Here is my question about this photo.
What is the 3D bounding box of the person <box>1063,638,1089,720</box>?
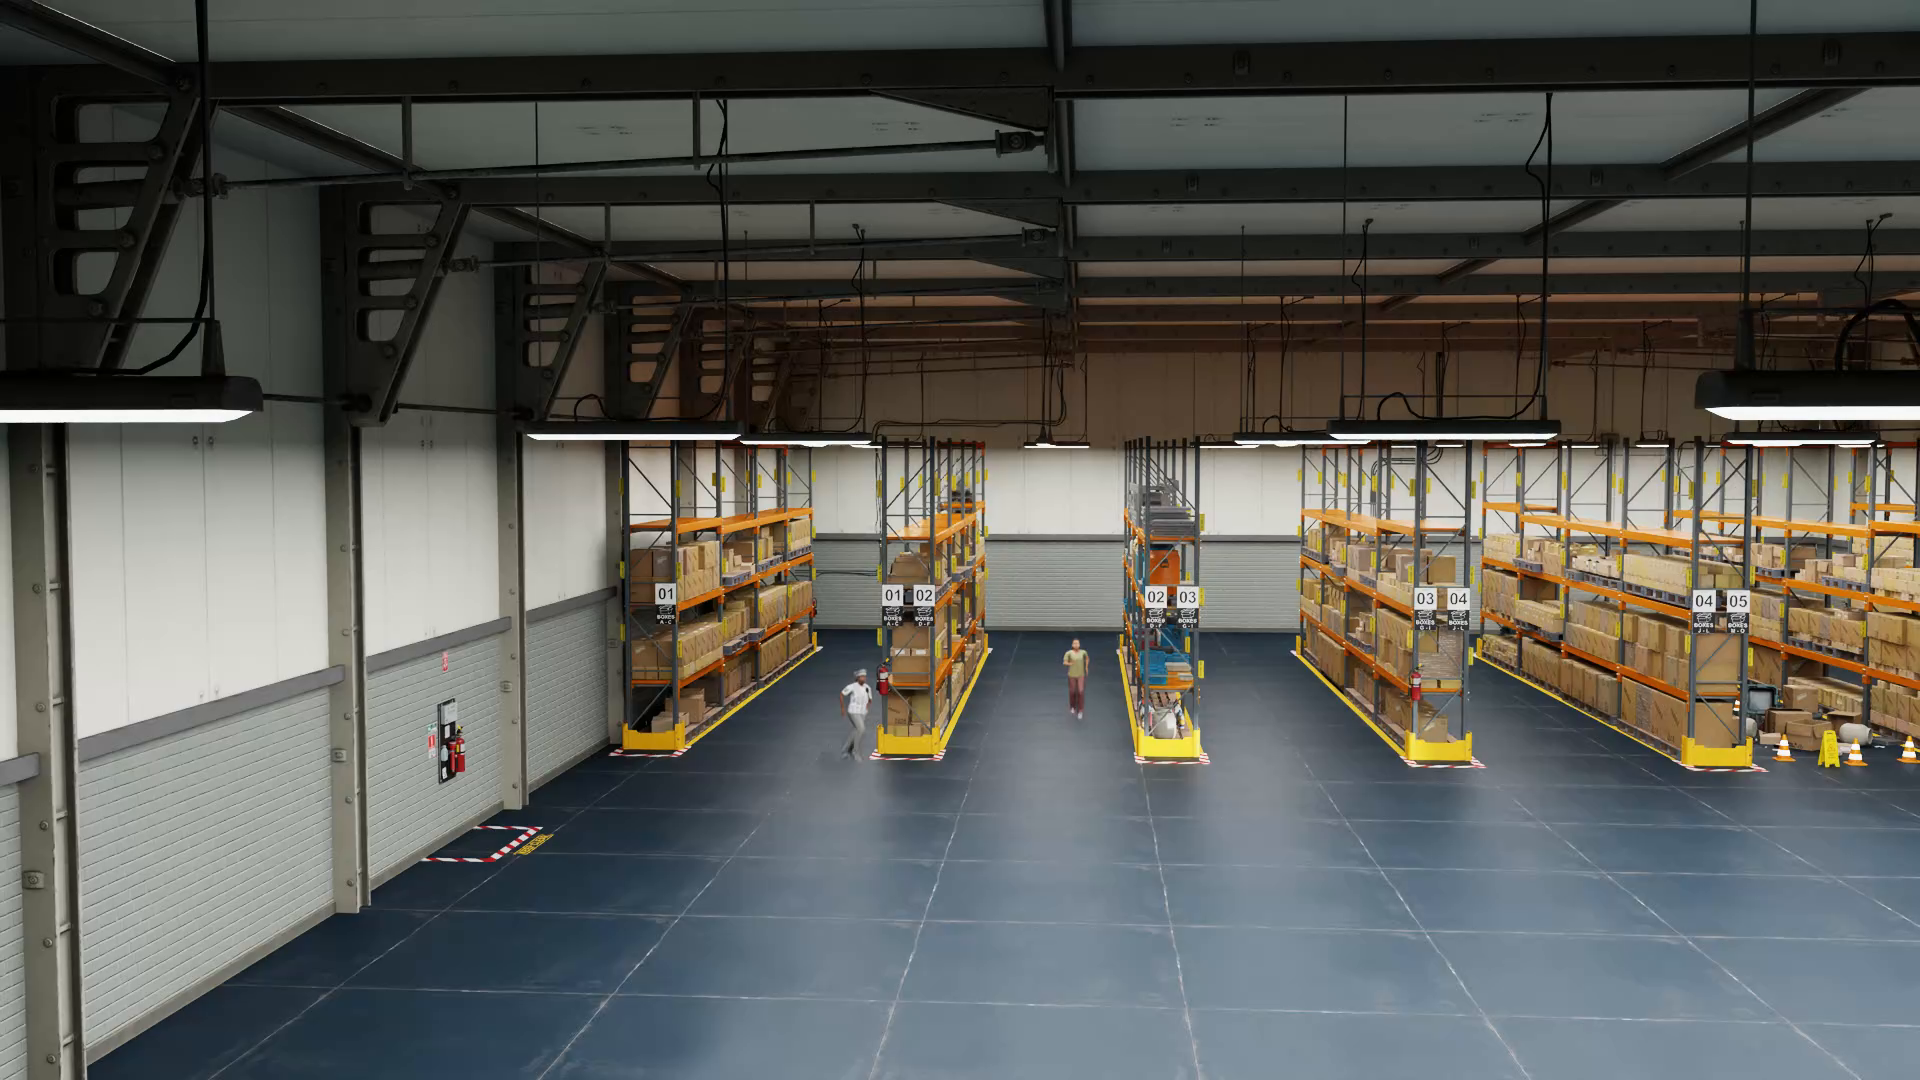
[{"bbox_3d":[2.498,2.960,35.772,0.554,1.711,0.844,0,3,3],"label":"person"}]

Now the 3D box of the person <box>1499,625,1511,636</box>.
[{"bbox_3d":[15.550,2.397,47.269,0.666,1.639,0.514,0,3,2],"label":"person"}]

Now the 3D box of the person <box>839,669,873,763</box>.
[{"bbox_3d":[-1.882,3.232,30.823,0.572,1.677,0.677,-3,4,-39],"label":"person"}]
